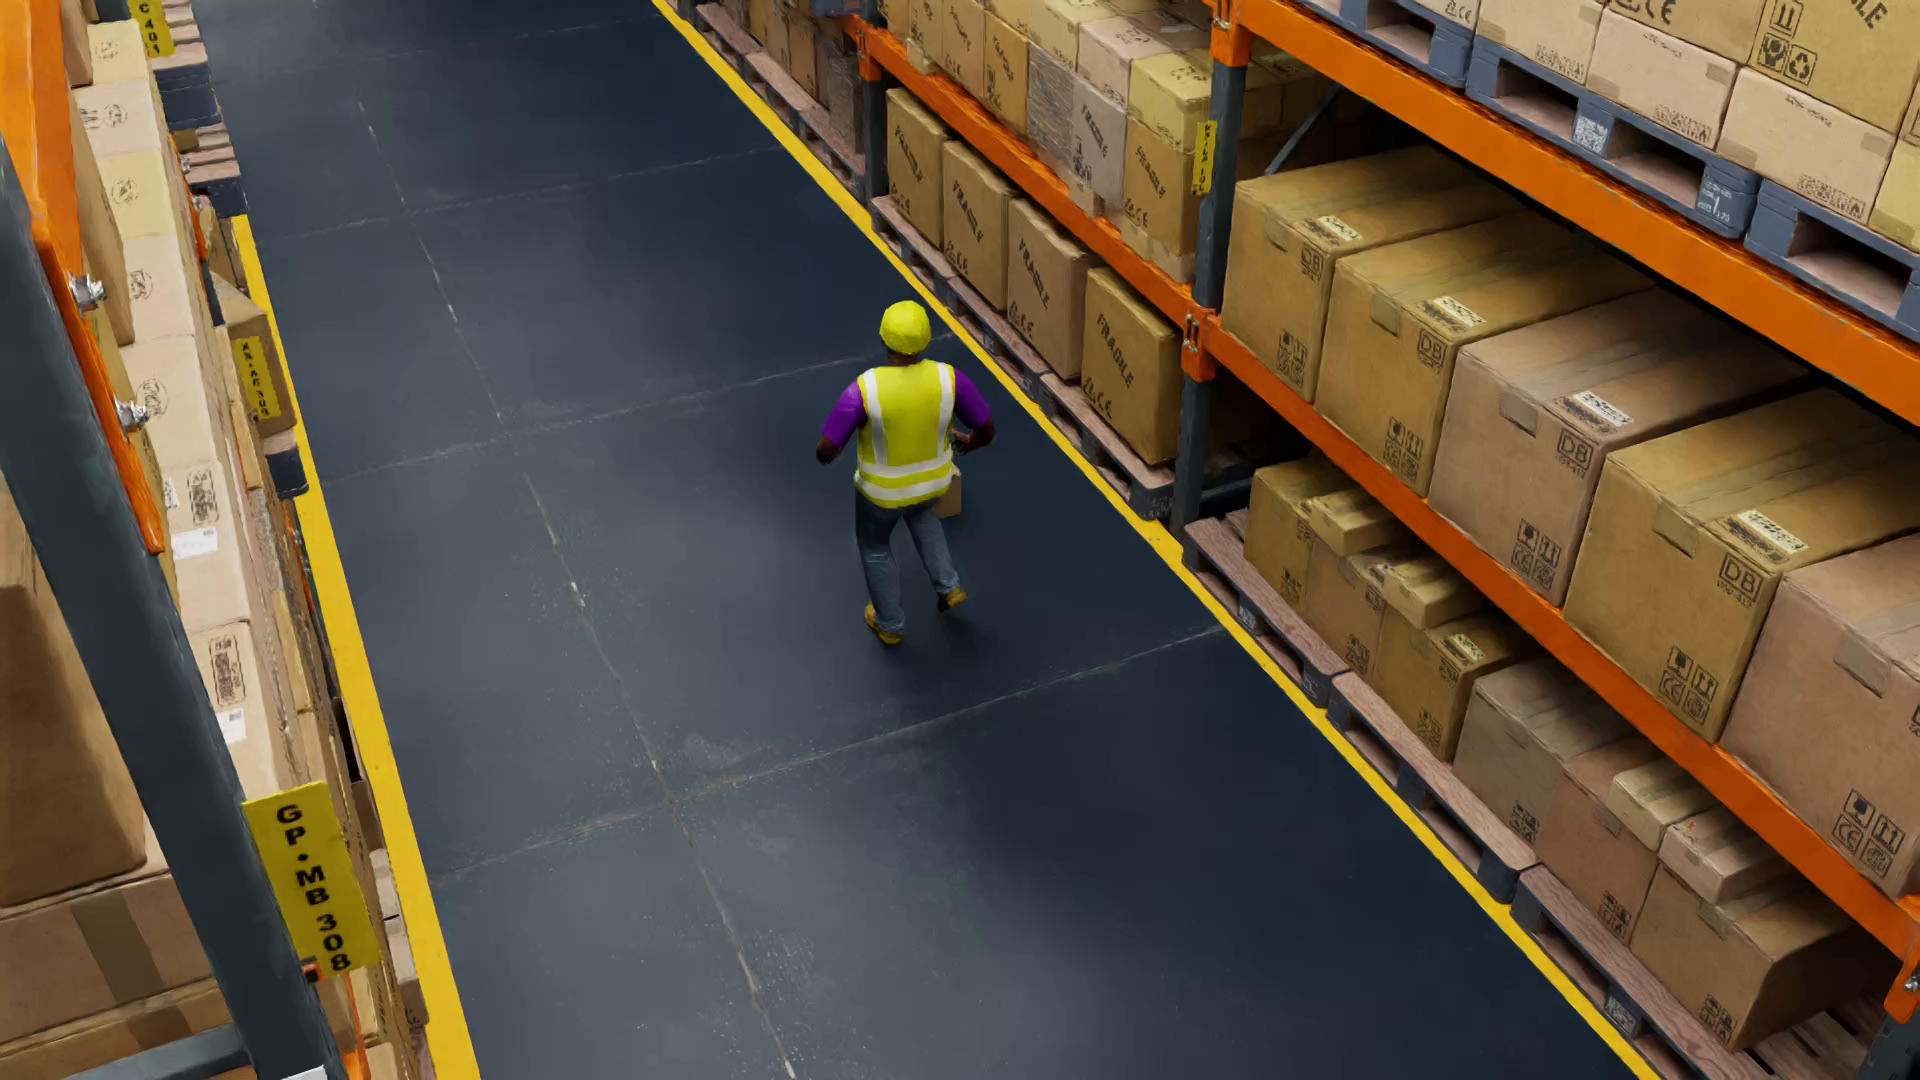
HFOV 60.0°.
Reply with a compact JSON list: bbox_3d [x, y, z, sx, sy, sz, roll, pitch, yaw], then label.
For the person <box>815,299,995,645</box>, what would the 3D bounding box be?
[{"bbox_3d":[-0.276,-0.290,7.247,0.766,1.737,0.518,-15,40,-19],"label":"person"}]
